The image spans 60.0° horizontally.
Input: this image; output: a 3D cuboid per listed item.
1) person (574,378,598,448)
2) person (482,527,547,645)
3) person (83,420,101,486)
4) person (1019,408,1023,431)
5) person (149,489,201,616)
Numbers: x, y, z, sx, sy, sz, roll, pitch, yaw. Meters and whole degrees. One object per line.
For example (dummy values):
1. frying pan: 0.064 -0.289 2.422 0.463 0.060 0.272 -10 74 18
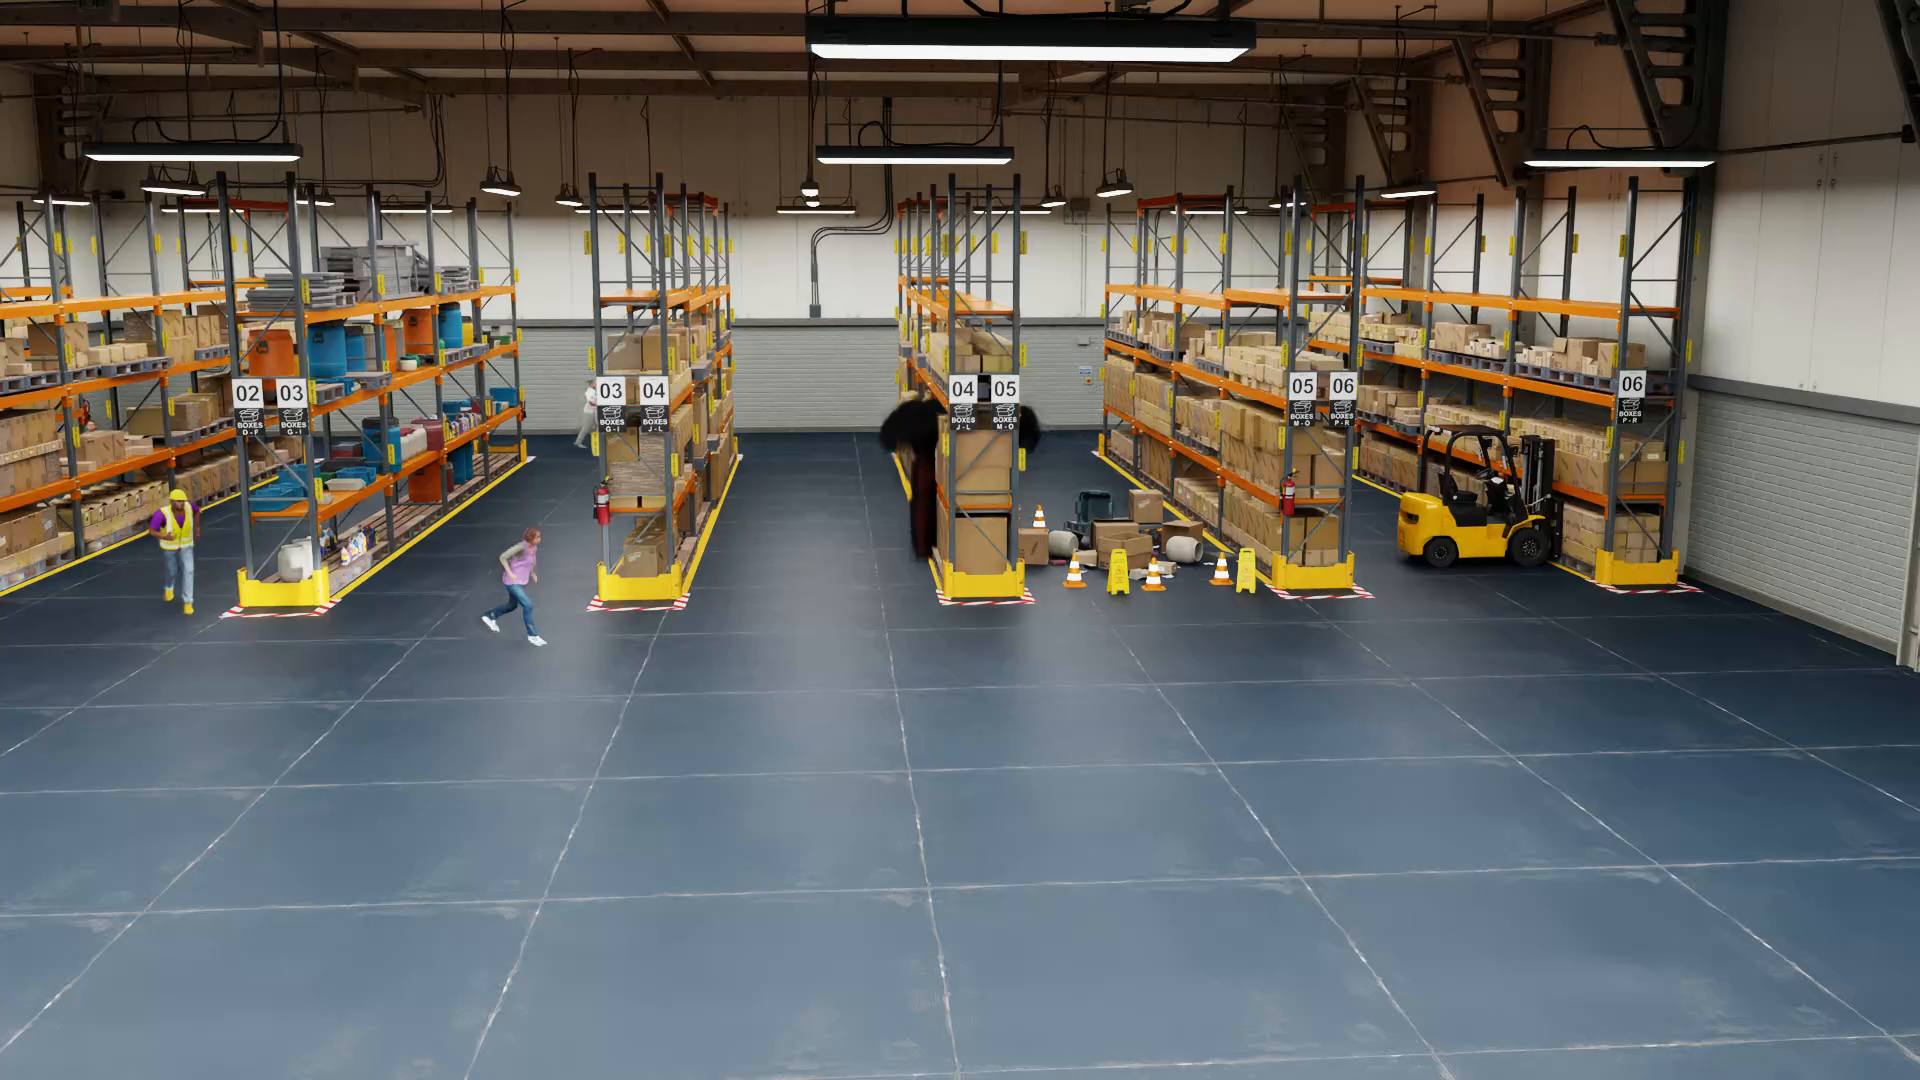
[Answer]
1. person: -9.126 -3.101 41.178 0.888 1.833 0.649 1 10 3
2. person: -5.716 0.580 21.147 0.911 1.547 0.569 4 11 23
3. person: -17.293 -1.612 33.247 0.578 1.625 0.616 -3 11 -18
4. person: 1.260 -2.516 38.223 0.547 1.650 0.823 -4 11 -24
5. person: -10.902 0.123 23.126 0.731 1.732 1.052 -8 13 -39
